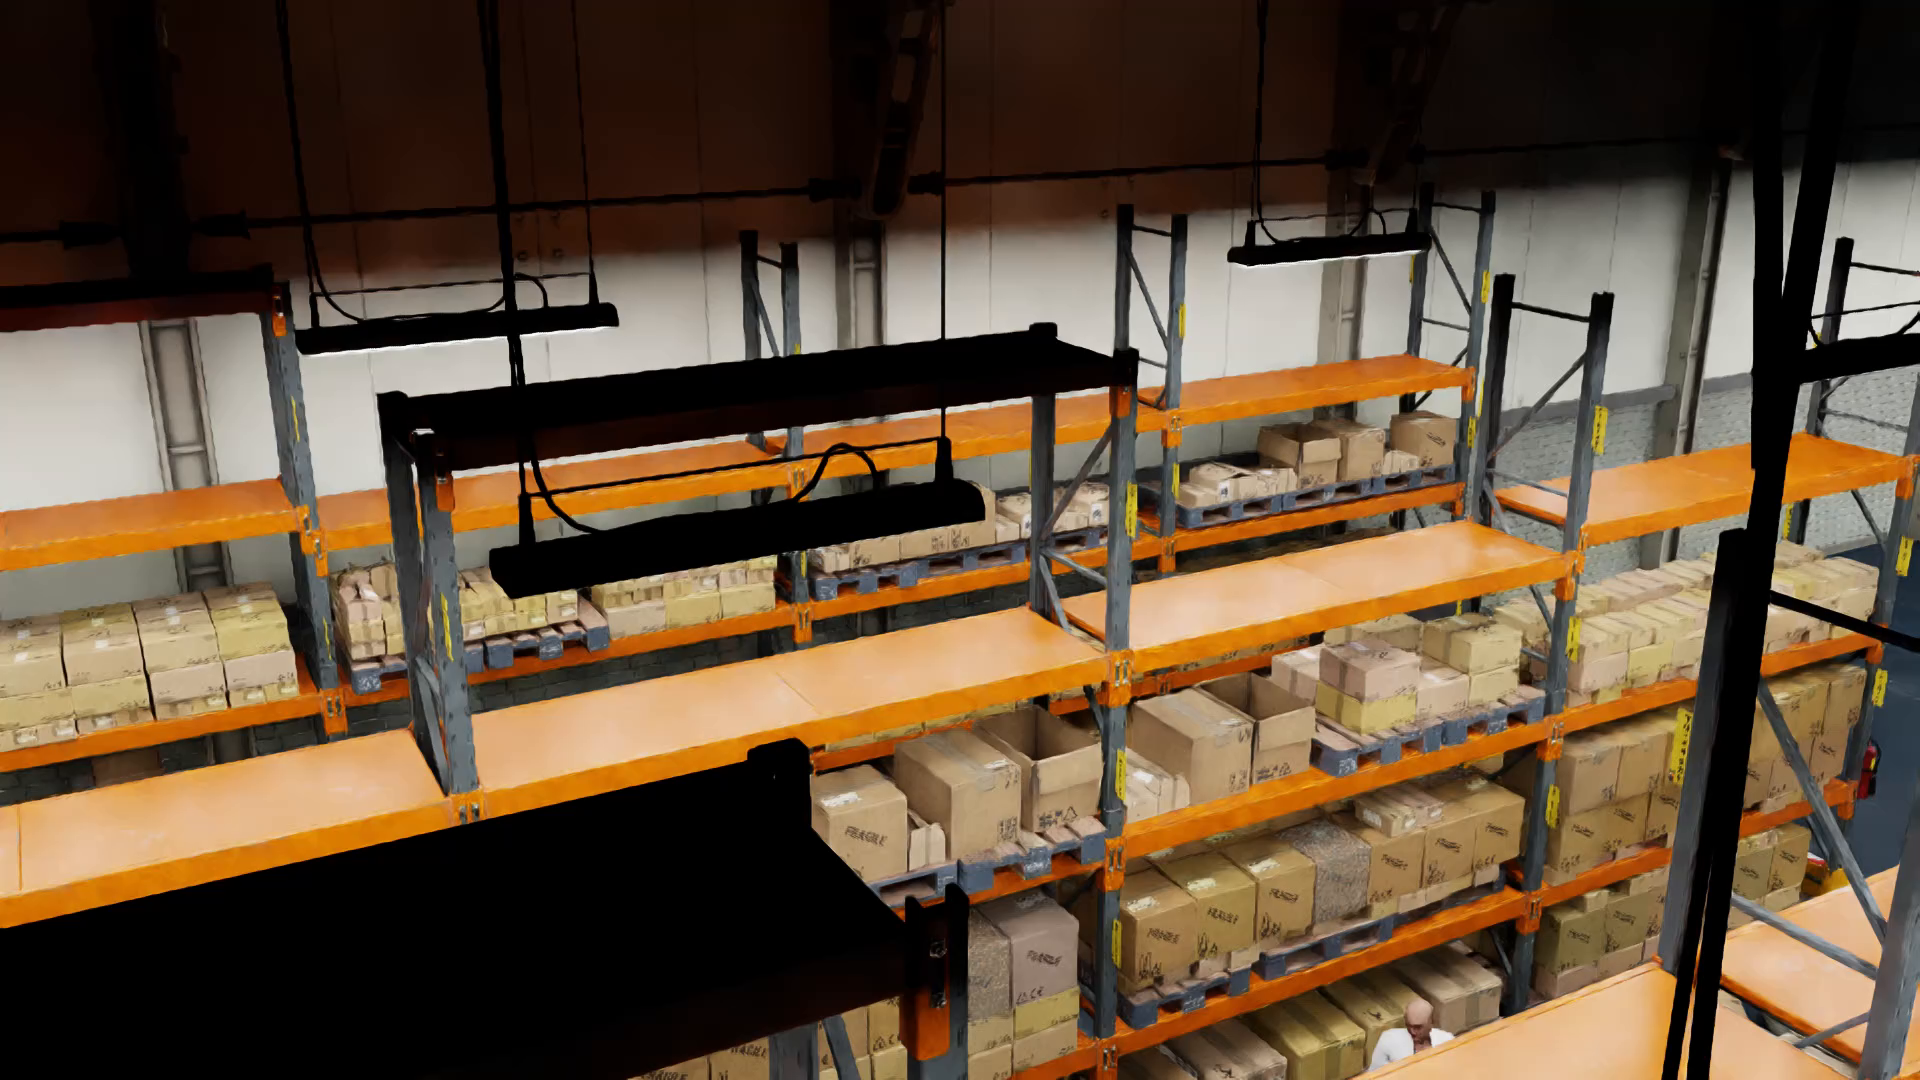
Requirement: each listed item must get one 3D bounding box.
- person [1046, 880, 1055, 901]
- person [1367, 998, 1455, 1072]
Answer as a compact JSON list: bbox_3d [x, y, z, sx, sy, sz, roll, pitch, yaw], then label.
[{"bbox_3d":[0.706,2.741,14.462,0.561,1.668,0.569,0,18,-1],"label":"person"},{"bbox_3d":[2.969,3.829,10.970,0.667,1.773,0.637,-1,18,-3],"label":"person"}]
